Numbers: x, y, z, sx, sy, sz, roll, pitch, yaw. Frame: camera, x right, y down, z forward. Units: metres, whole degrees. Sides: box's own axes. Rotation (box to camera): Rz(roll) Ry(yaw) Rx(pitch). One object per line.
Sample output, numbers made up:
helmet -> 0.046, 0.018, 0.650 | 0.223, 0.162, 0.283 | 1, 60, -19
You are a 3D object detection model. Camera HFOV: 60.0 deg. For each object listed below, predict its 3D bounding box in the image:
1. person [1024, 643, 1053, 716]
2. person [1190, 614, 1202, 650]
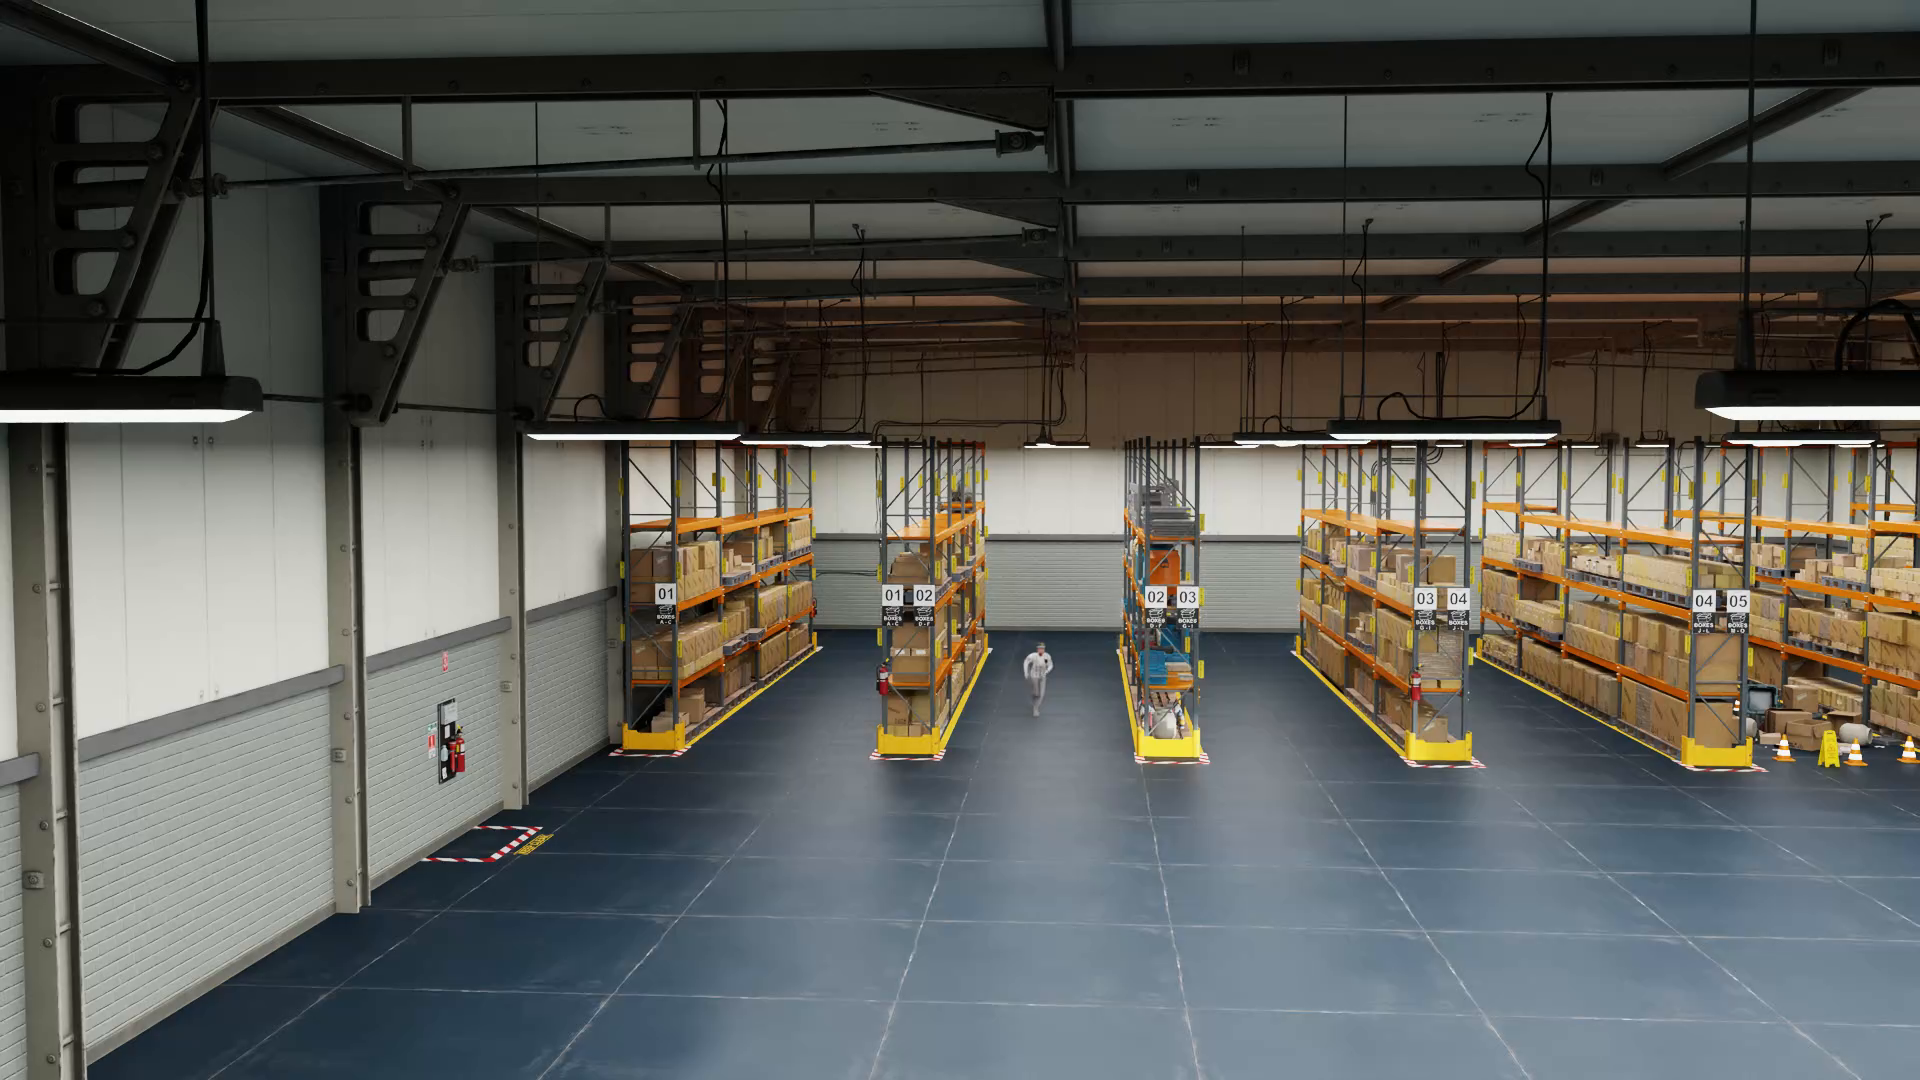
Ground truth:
person -> 1.701, 3.005, 36.070 | 0.607, 1.618, 0.685 | -1, 3, -14
person -> 6.651, 2.335, 47.429 | 0.710, 1.710, 0.555 | -3, 4, -44
